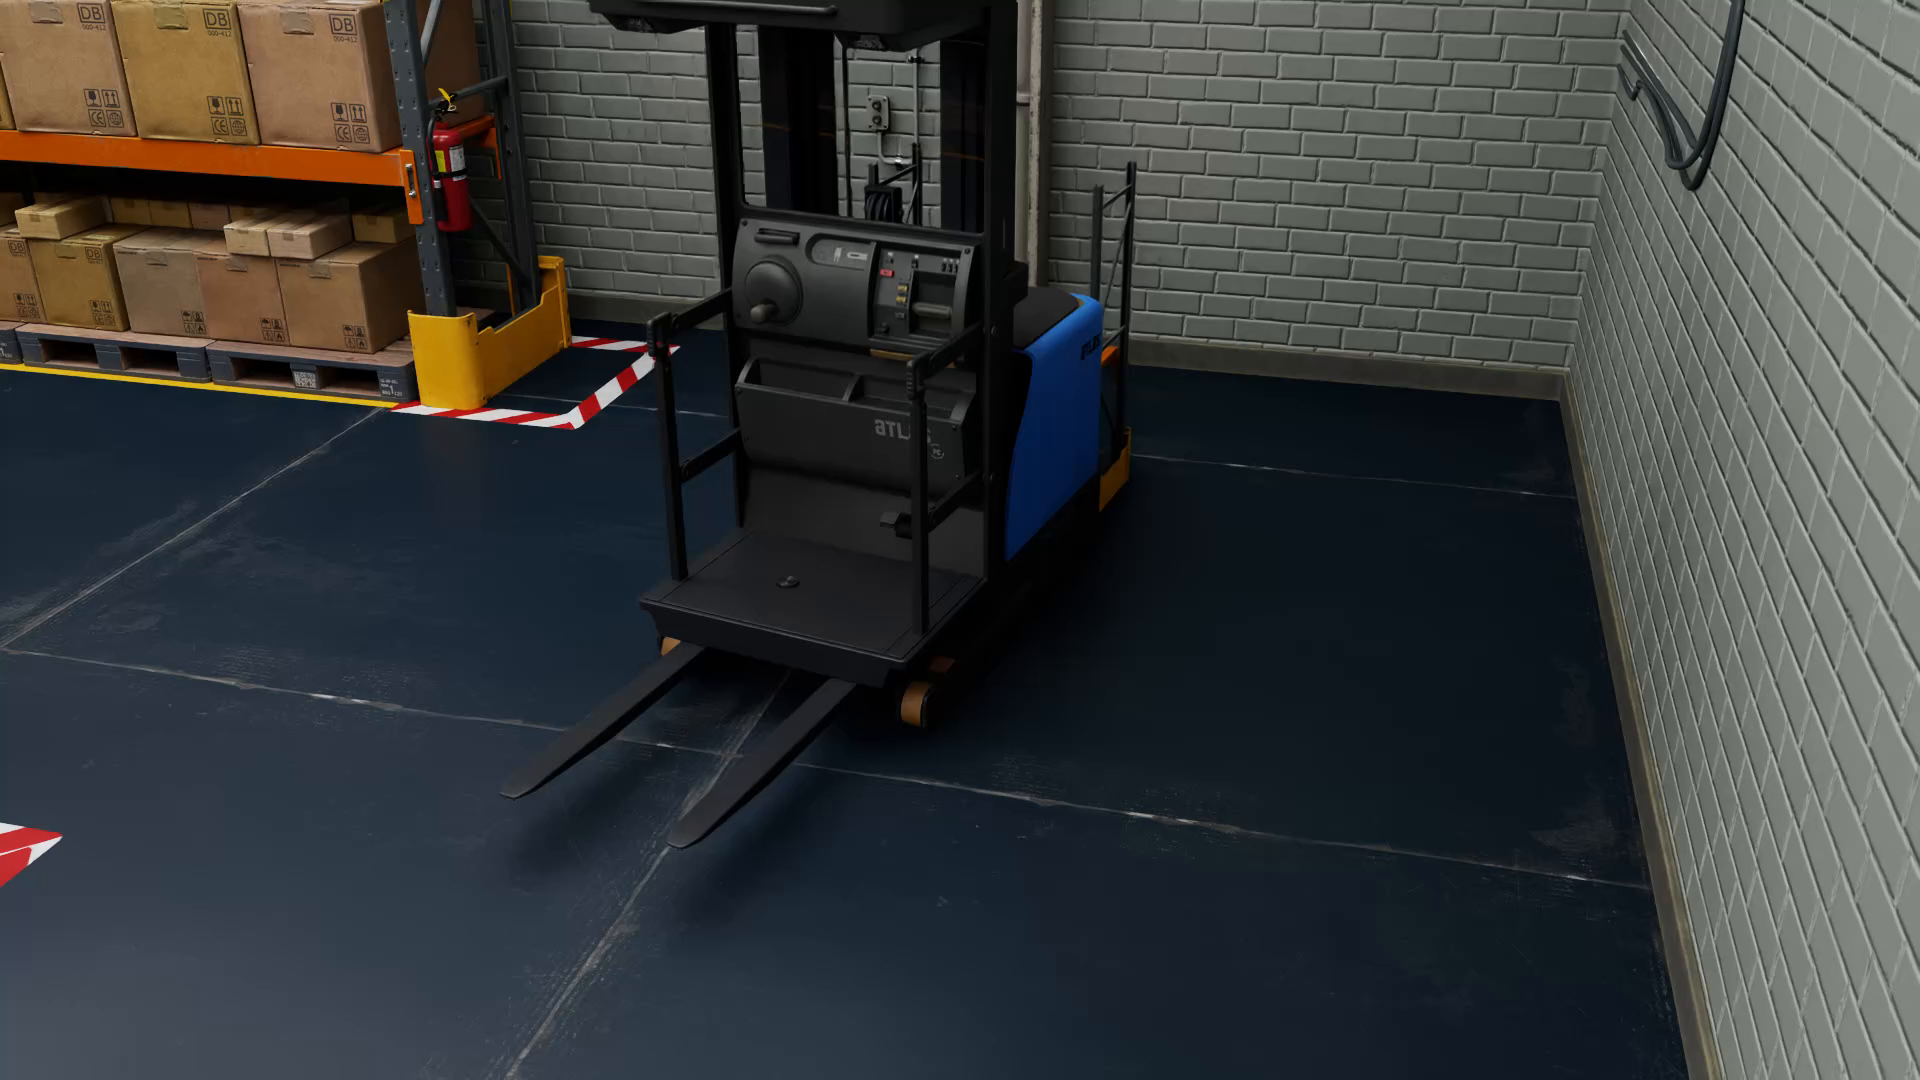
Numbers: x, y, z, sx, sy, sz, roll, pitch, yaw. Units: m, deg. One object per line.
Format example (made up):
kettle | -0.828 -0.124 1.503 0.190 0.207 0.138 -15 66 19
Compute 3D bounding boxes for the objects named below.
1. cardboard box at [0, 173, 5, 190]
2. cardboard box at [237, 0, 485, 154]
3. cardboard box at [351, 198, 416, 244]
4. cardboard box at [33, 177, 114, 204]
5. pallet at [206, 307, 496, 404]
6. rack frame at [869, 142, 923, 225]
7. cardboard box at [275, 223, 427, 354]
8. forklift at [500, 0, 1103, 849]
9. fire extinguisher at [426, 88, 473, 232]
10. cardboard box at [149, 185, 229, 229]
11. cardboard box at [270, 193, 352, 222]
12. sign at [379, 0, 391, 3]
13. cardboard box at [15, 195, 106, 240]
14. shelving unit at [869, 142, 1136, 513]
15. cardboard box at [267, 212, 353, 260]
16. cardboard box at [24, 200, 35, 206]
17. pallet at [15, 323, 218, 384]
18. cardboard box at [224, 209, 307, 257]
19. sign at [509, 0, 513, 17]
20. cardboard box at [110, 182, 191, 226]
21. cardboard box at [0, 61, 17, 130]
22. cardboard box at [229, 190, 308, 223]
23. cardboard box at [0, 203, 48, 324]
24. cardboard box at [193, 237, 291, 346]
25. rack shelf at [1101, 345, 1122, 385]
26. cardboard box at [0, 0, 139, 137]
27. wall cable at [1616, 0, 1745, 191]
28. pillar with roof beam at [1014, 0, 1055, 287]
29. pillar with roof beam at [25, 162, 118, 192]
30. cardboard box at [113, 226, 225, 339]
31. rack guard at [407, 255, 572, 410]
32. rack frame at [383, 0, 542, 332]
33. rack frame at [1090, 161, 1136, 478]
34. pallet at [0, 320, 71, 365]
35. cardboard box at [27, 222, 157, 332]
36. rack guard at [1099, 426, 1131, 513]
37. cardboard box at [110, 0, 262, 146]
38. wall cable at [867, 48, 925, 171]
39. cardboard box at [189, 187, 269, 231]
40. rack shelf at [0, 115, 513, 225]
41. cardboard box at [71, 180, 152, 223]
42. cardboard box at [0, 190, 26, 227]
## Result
cardboard box | -5.835 -2.045 9.721 0.250 0.149 0.380 6 26 13
cardboard box | -3.065 -2.474 8.607 0.700 0.700 0.980 8 26 15
cardboard box | -3.101 -1.745 9.090 0.250 0.149 0.380 6 26 13
cardboard box | -5.069 -1.962 9.546 0.250 0.149 0.380 5 26 11
pallet | -3.363 -1.082 9.277 1.213 0.211 1.003 6 26 13
rack frame | -0.282 -1.036 7.681 0.032 1.500 0.500 10 27 20
cardboard box | -3.272 -1.382 9.083 0.500 0.500 0.700 6 26 13
forklift | -0.472 -0.874 5.676 1.130 2.935 3.031 11 28 22
fire extinguisher | -2.538 -1.876 8.225 0.183 0.674 0.296 6 26 13
cardboard box | -4.329 -1.880 9.374 0.250 0.149 0.380 7 26 14
cardboard box | -3.592 -1.799 9.203 0.250 0.149 0.380 6 26 13
sign | -2.717 -2.693 7.795 0.005 0.325 0.100 6 26 13
cardboard box | -4.952 -1.779 9.161 0.250 0.149 0.380 6 26 12
shelving unit | 0.195 -0.950 7.500 1.083 1.500 0.587 10 27 20
cardboard box | -3.441 -1.613 8.813 0.250 0.149 0.380 6 26 12
cardboard box | -5.744 -1.654 9.655 0.500 0.500 0.700 7 26 14
pallet | -4.541 -1.213 9.553 1.213 0.211 1.003 6 26 13
cardboard box | -3.689 -1.640 8.870 0.250 0.149 0.380 7 26 14
sign | -2.425 -2.945 8.847 0.005 0.325 0.100 6 26 13
cardboard box | -4.574 -1.907 9.431 0.250 0.149 0.380 6 26 12
cardboard box | -5.216 -2.706 9.096 0.700 0.700 0.980 6 26 12
cardboard box | -3.834 -1.826 9.260 0.250 0.149 0.380 7 26 13
cardboard box | -5.258 -1.599 9.539 0.500 0.500 0.700 6 26 12
cardboard box | -3.756 -1.436 9.195 0.500 0.500 0.700 6 26 13
rack shelf | 0.186 -0.789 7.581 1.000 0.185 0.538 10 27 20
cardboard box | -4.509 -2.632 8.941 0.700 0.700 0.980 5 26 10
wall cable | 2.820 -2.840 6.359 0.112 2.526 3.097 6 26 13
pillar with roof beam | -0.811 -3.275 3.661 0.400 9.000 9.100 6 26 13
pillar with roof beam | -6.622 -3.918 5.010 0.400 9.000 9.100 6 26 13
cardboard box | -4.244 -1.489 9.308 0.500 0.500 0.700 5 26 11
rack guard | -2.546 -1.157 9.098 0.348 0.500 1.175 6 26 13
rack frame | -2.569 -2.288 8.566 0.127 3.000 1.000 6 26 13
rack frame | 0.655 -0.867 7.326 0.032 1.500 0.500 10 27 20
pallet | -5.726 -1.343 9.825 1.213 0.211 1.003 6 26 13
cardboard box | -4.762 -1.543 9.421 0.500 0.500 0.700 7 26 14
rack guard | 0.654 -0.303 7.595 0.087 0.250 0.587 10 27 20
cardboard box | -3.773 -2.547 8.761 0.700 0.700 0.980 6 26 13
wall cable | -1.093 -3.003 8.887 1.851 1.984 0.084 6 26 13
cardboard box | -4.080 -1.853 9.317 0.250 0.149 0.380 7 26 14
rack shelf | -4.506 -2.177 9.170 4.000 0.370 1.077 6 26 13
cardboard box | -4.824 -1.934 9.488 0.250 0.149 0.380 7 26 14
cardboard box | -5.458 -1.835 9.279 0.250 0.149 0.380 7 26 15
